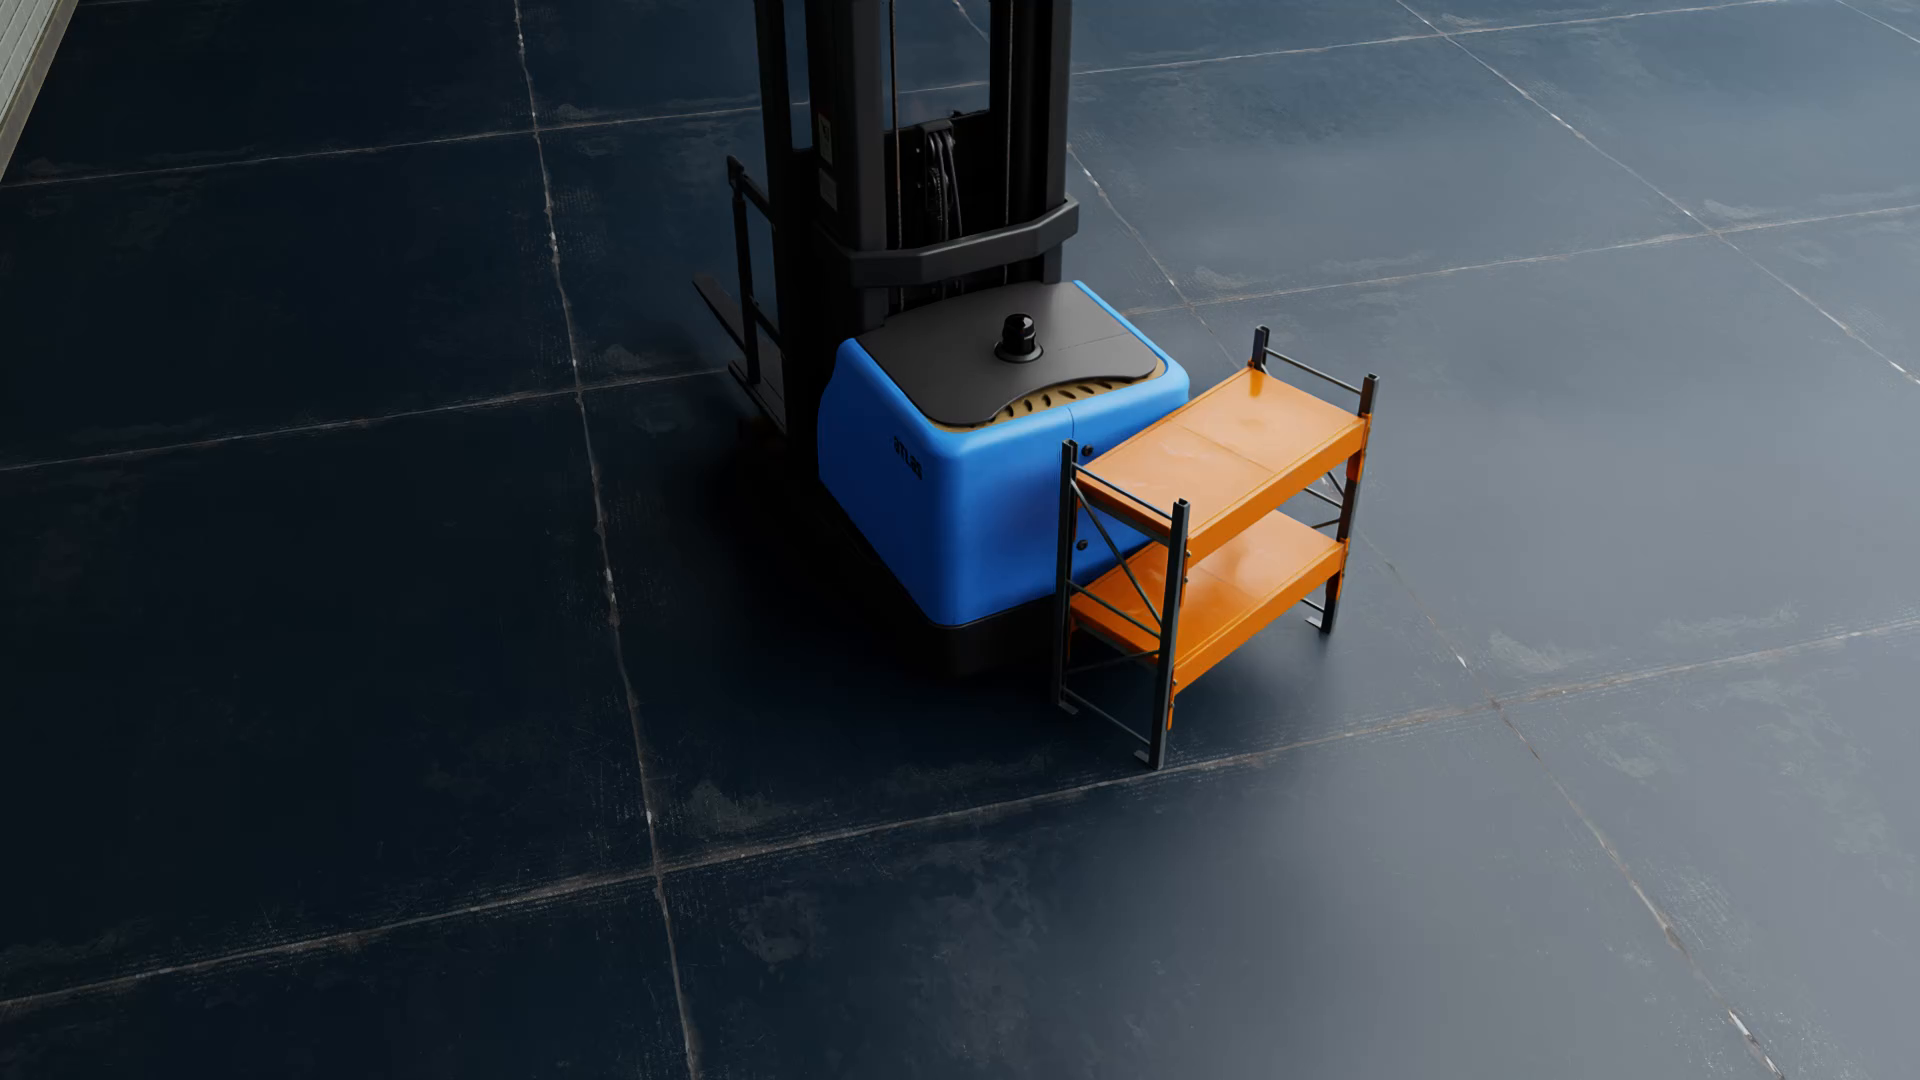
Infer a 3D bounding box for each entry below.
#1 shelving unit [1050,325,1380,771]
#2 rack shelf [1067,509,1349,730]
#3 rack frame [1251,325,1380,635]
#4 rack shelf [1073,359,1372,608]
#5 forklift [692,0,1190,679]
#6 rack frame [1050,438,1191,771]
[{"bbox_3d":[0.872,0.016,5.804,1.048,1.125,0.538,-31,47,-34],"label":"shelving unit"},{"bbox_3d":[0.872,0.210,5.952,1.000,0.278,0.538,-31,47,-34],"label":"rack shelf"},{"bbox_3d":[1.232,-0.203,6.089,0.032,1.125,0.500,-31,47,-34],"label":"rack frame"},{"bbox_3d":[0.872,-0.217,5.626,1.000,0.278,0.538,-31,47,-34],"label":"rack shelf"},{"bbox_3d":[-0.308,-1.547,6.360,1.130,2.935,3.031,-17,41,-21],"label":"forklift"},{"bbox_3d":[0.513,0.234,5.518,0.032,1.125,0.500,-31,47,-34],"label":"rack frame"}]
